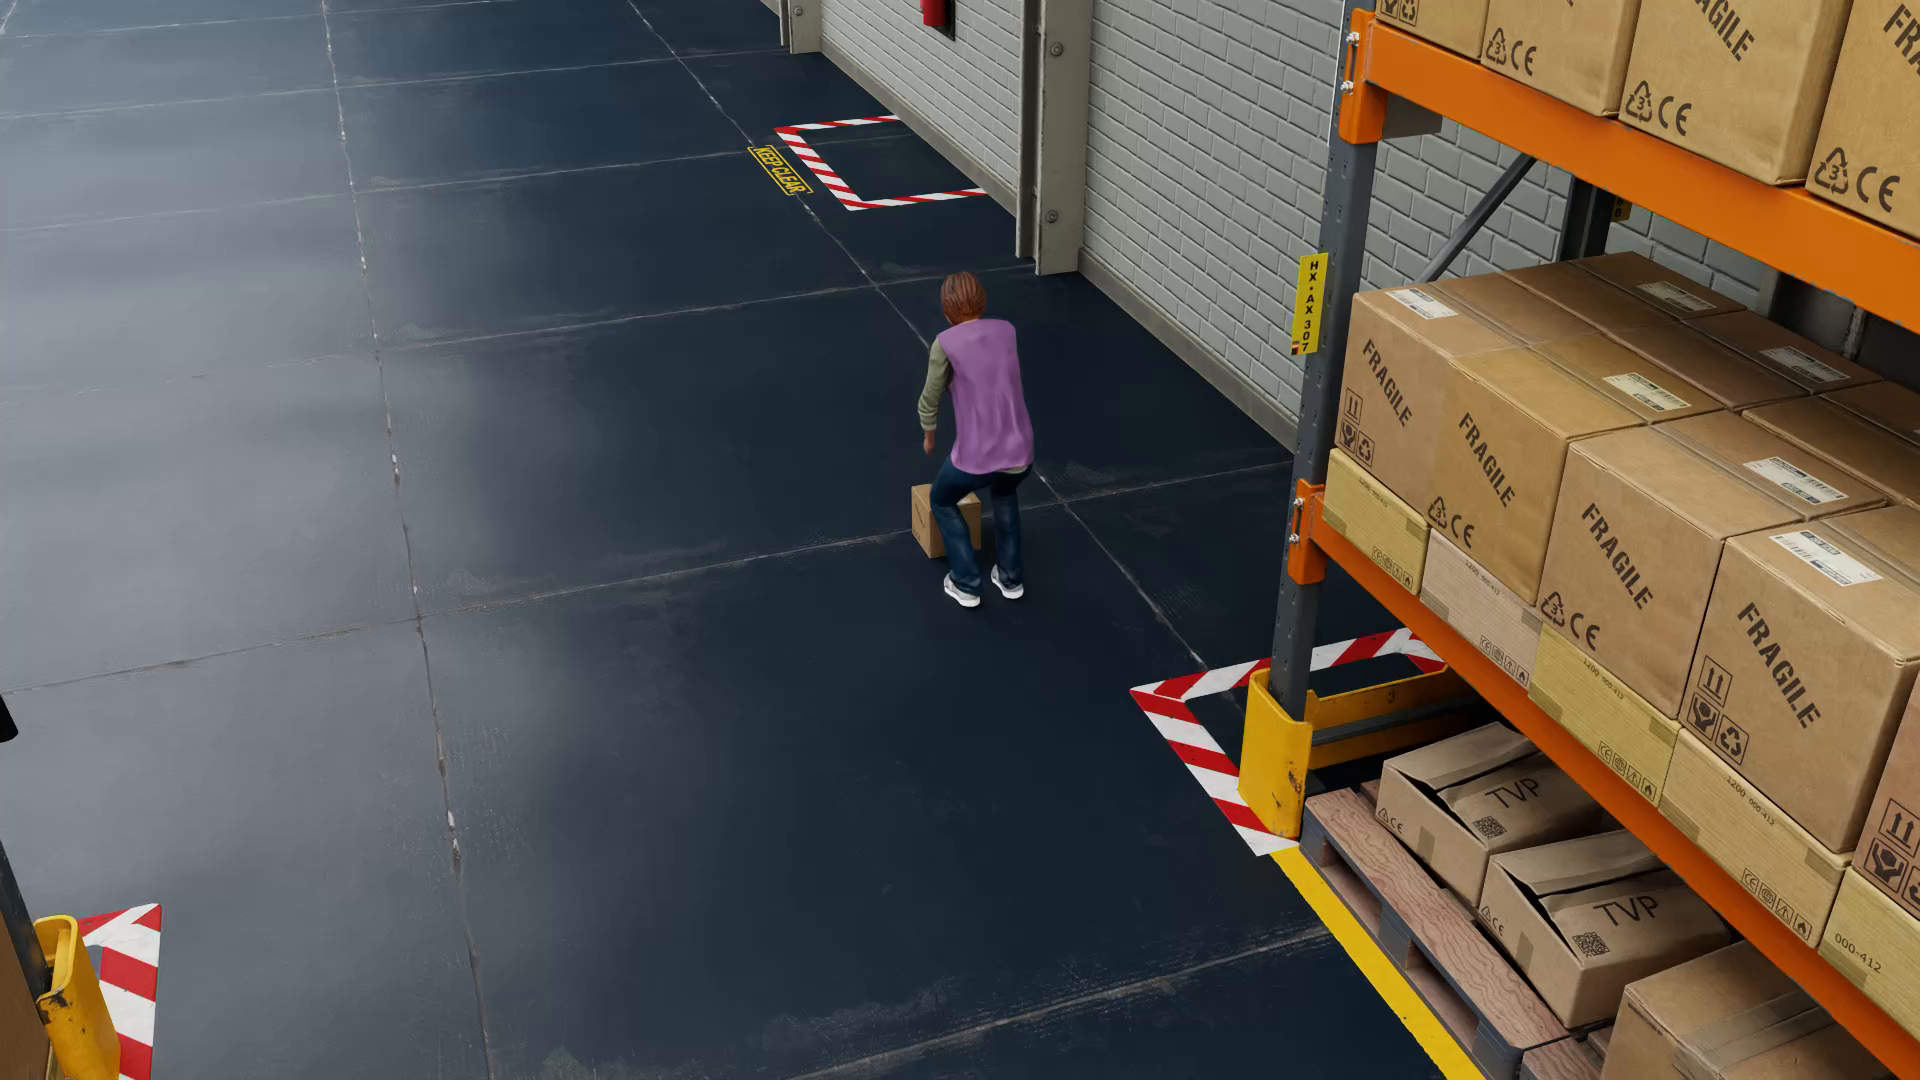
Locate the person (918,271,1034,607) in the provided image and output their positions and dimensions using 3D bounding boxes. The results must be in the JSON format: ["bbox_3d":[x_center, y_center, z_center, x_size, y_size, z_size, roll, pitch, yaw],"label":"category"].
[{"bbox_3d":[0.065,-0.389,6.991,0.456,1.423,0.560,-10,32,-17],"label":"person"}]
